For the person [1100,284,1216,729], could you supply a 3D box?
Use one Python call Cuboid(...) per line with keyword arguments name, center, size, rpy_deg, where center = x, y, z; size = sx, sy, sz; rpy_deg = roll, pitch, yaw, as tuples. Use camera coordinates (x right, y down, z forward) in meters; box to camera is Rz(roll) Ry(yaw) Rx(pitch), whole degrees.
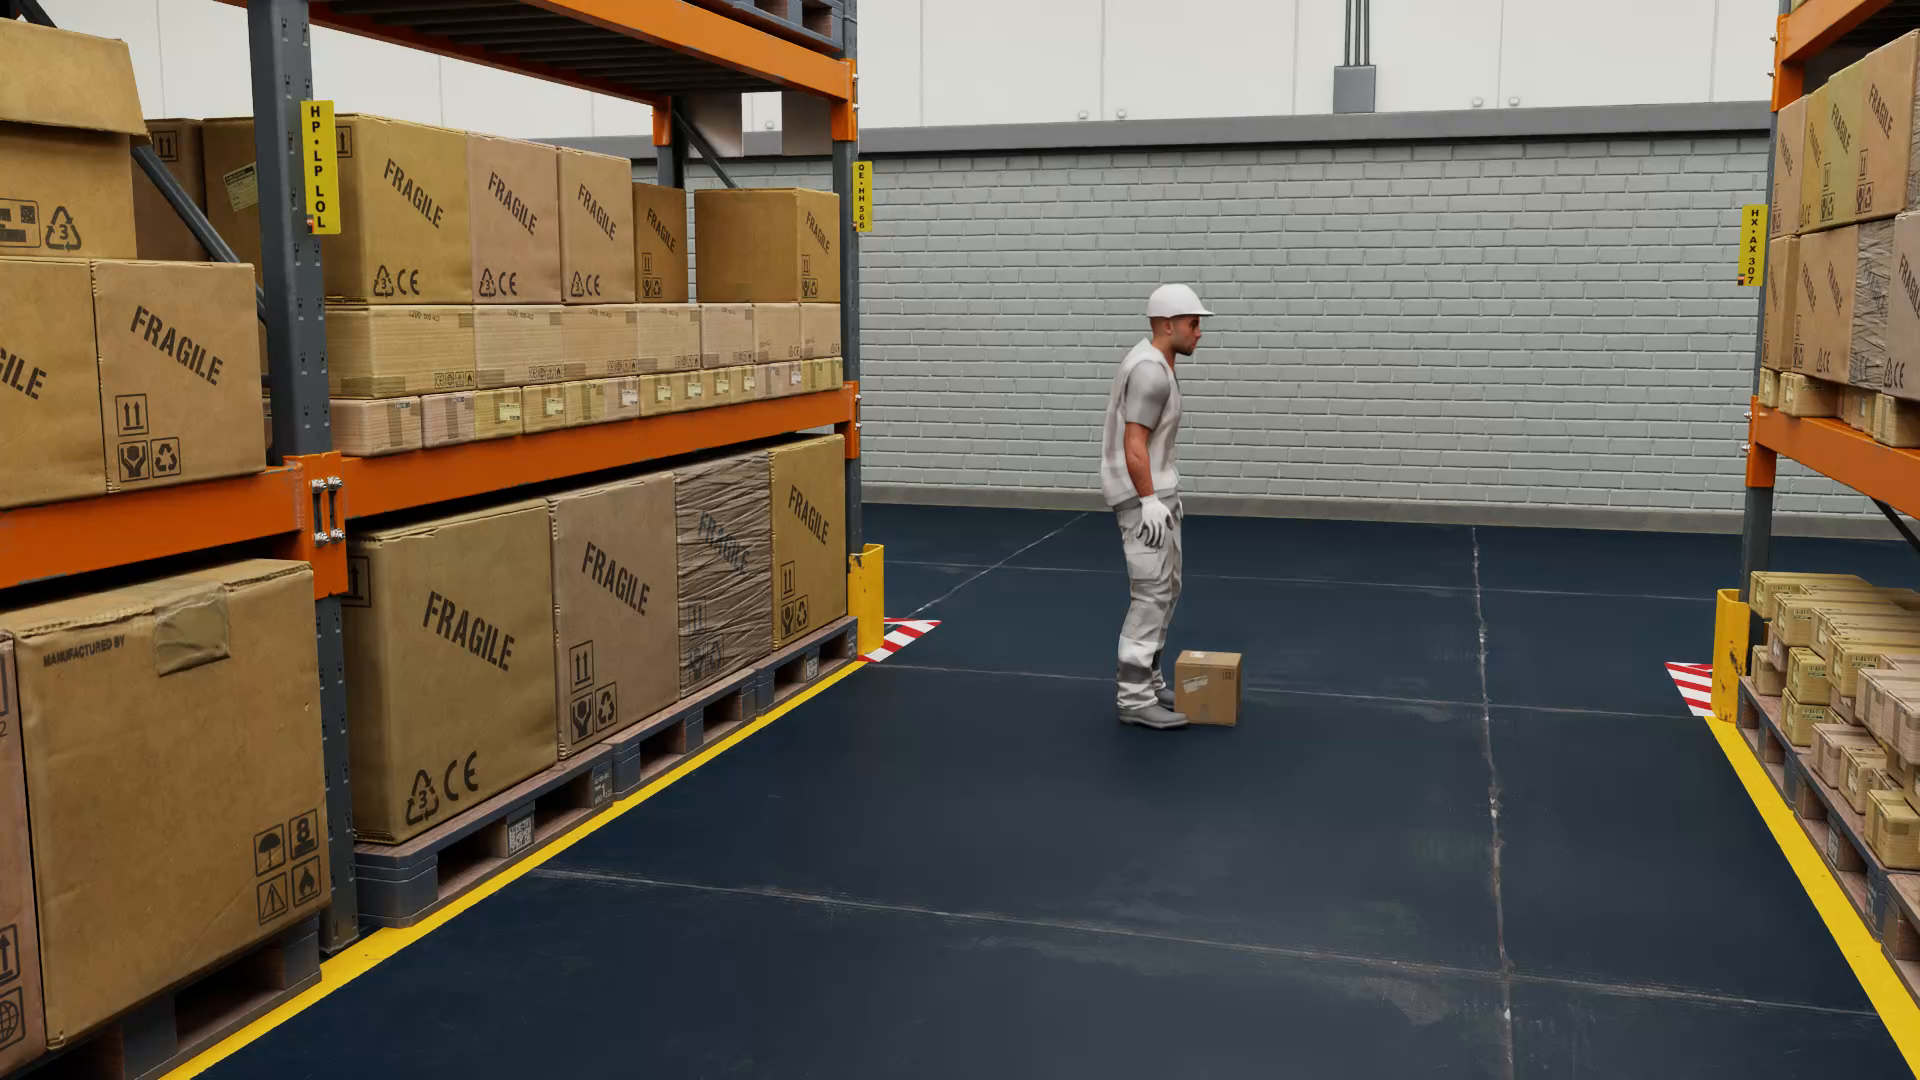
Cuboid(name="person", center=(0.805, -0.151, 6.827), size=(0.449, 1.778, 0.595), rpy_deg=(2, 8, 14))
